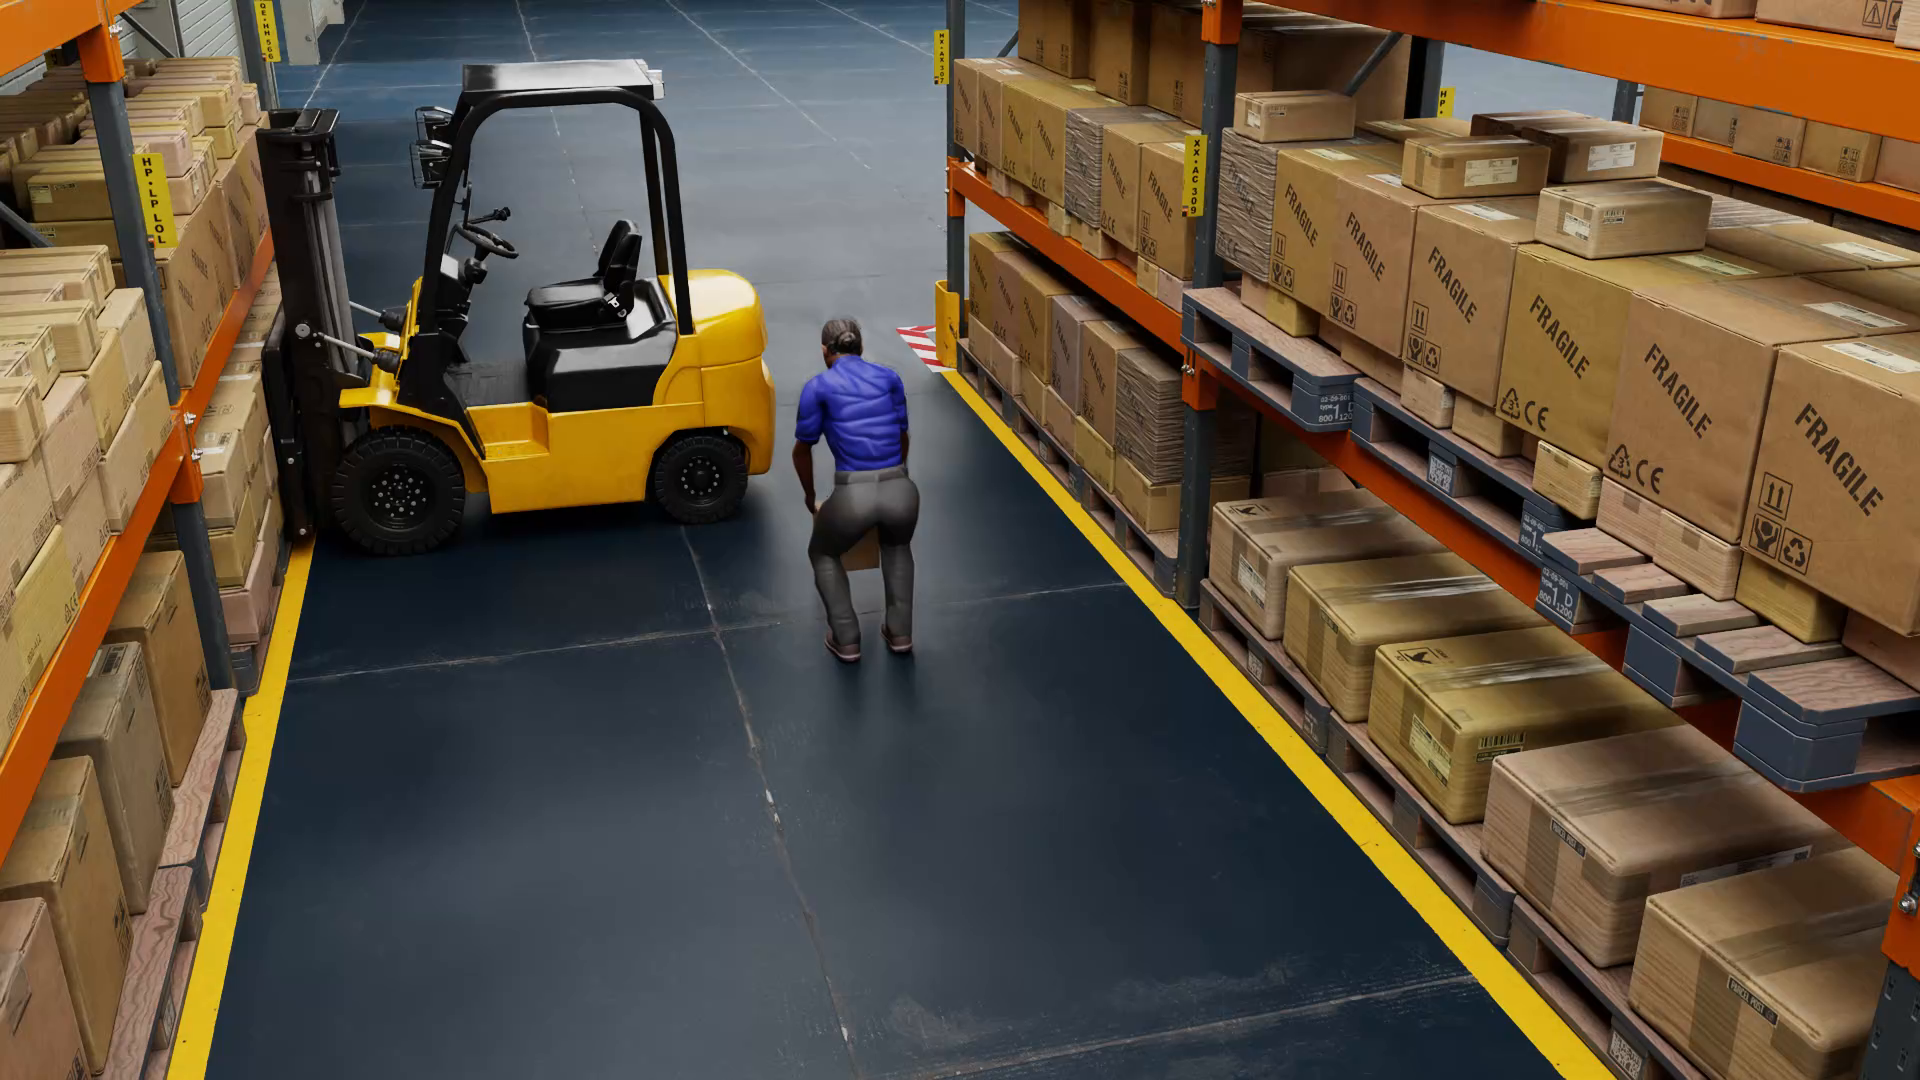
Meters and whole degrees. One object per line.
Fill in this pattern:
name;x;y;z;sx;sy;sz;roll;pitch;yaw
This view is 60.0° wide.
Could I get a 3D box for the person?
person;-0.429;-0.187;6.897;0.495;1.391;0.616;-6;24;-14
